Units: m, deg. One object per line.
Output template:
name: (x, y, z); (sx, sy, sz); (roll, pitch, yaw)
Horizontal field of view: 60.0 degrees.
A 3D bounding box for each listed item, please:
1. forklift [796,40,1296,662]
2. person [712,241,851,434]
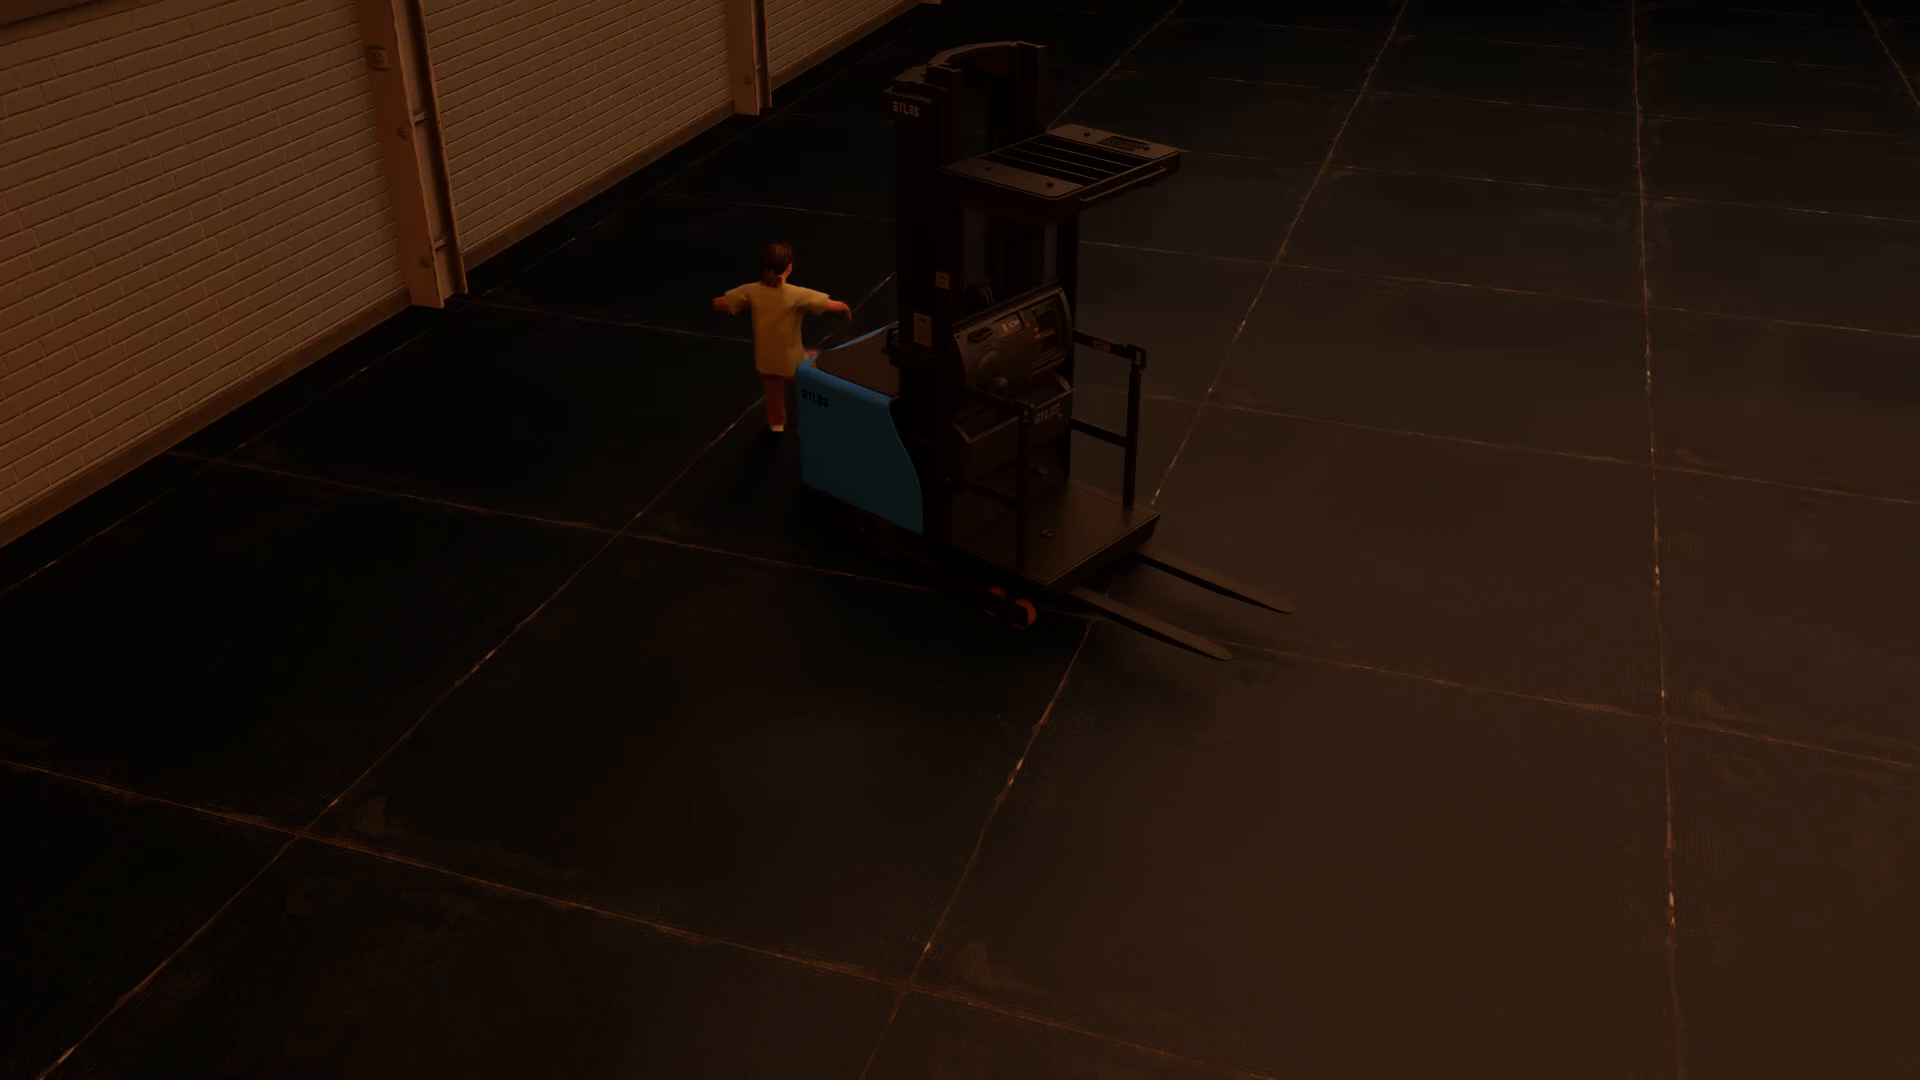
forklift: (0.459, -1.074, 9.021); (3.031, 2.935, 1.130); (23, 37, 35)
person: (-1.099, -1.254, 10.851); (0.886, 1.558, 0.714); (10, 31, 16)
